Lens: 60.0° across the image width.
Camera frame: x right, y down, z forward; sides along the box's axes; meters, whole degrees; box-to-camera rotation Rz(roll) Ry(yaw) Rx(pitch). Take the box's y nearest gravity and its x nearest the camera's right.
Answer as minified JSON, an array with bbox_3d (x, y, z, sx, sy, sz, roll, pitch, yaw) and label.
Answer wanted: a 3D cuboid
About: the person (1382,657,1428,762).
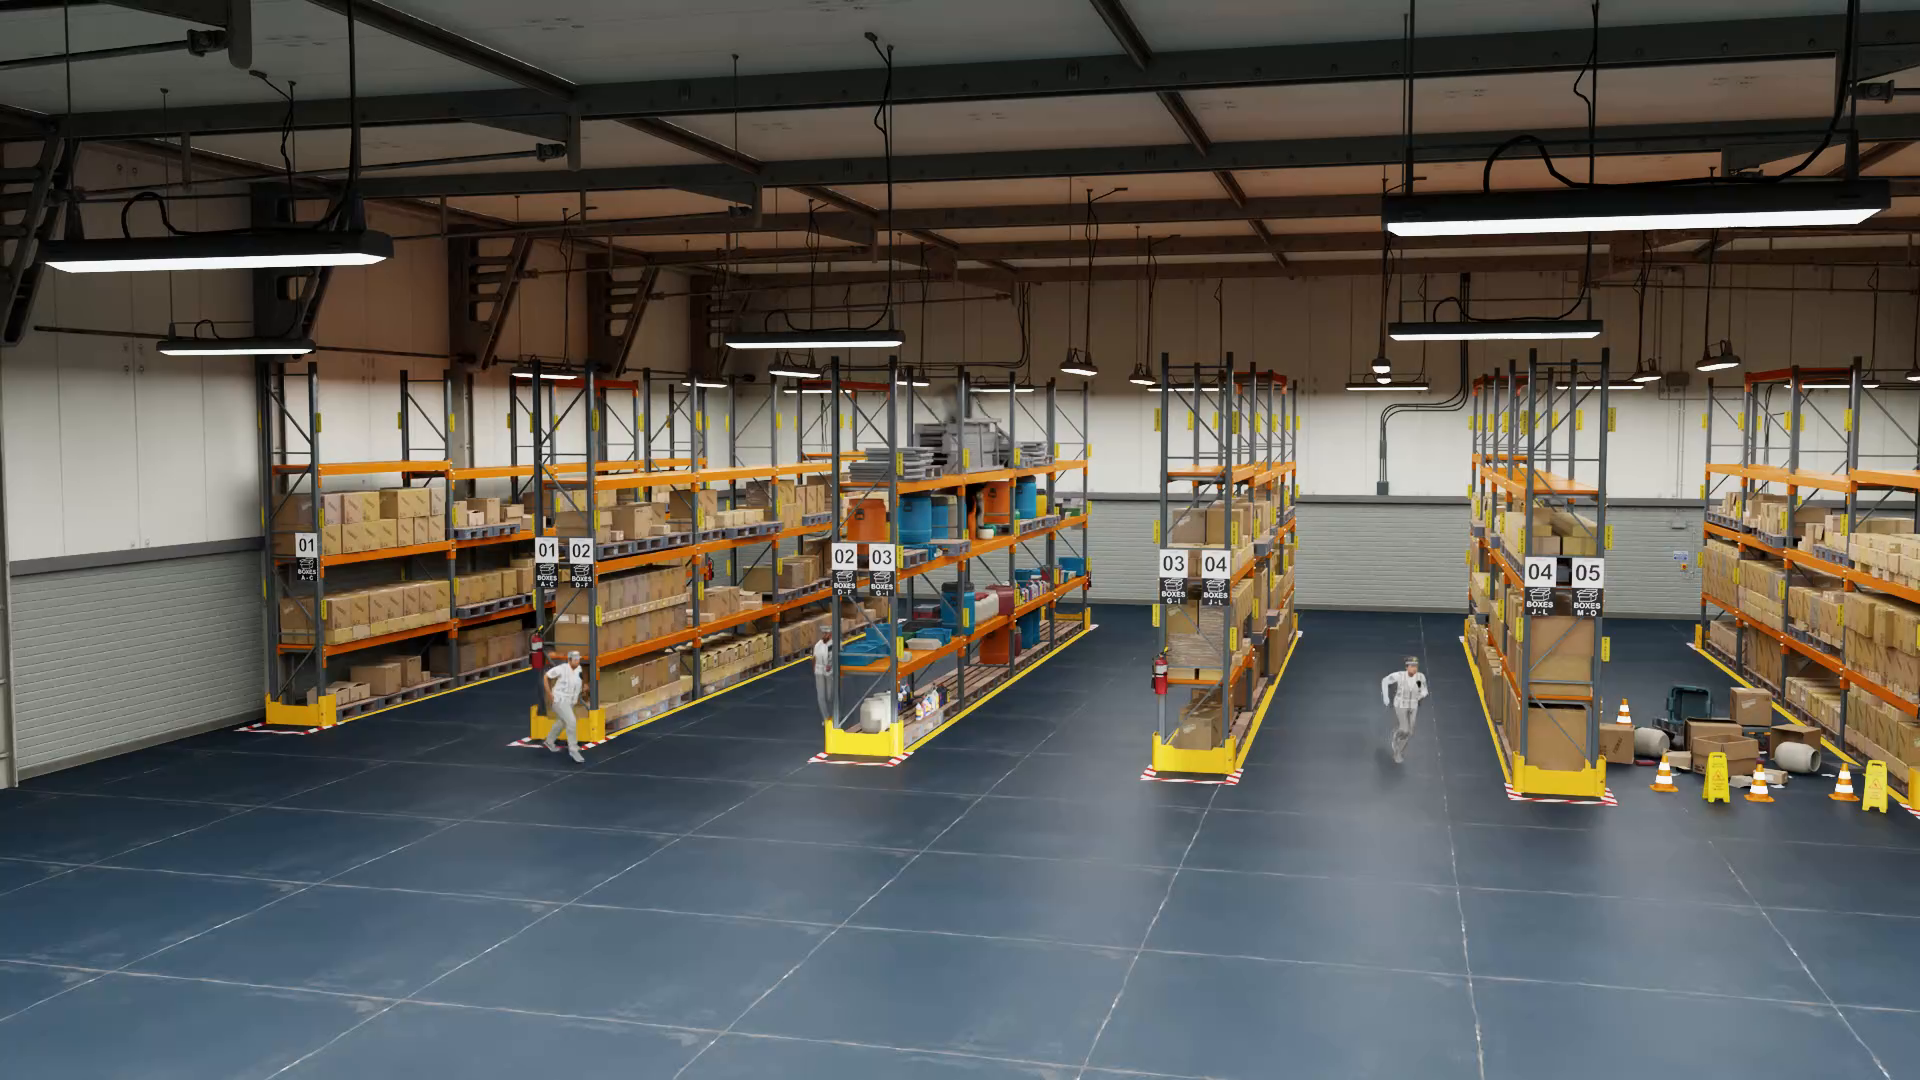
[{"bbox_3d":[6.552,2.487,24.389,0.601,1.612,0.689,-1,4,-10],"label":"person"}]

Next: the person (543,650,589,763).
[{"bbox_3d":[-5.901,2.443,24.787,0.964,1.641,0.639,3,5,32],"label":"person"}]

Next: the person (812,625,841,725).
[{"bbox_3d":[-2.212,2.229,27.669,0.571,1.654,0.665,1,4,16],"label":"person"}]
